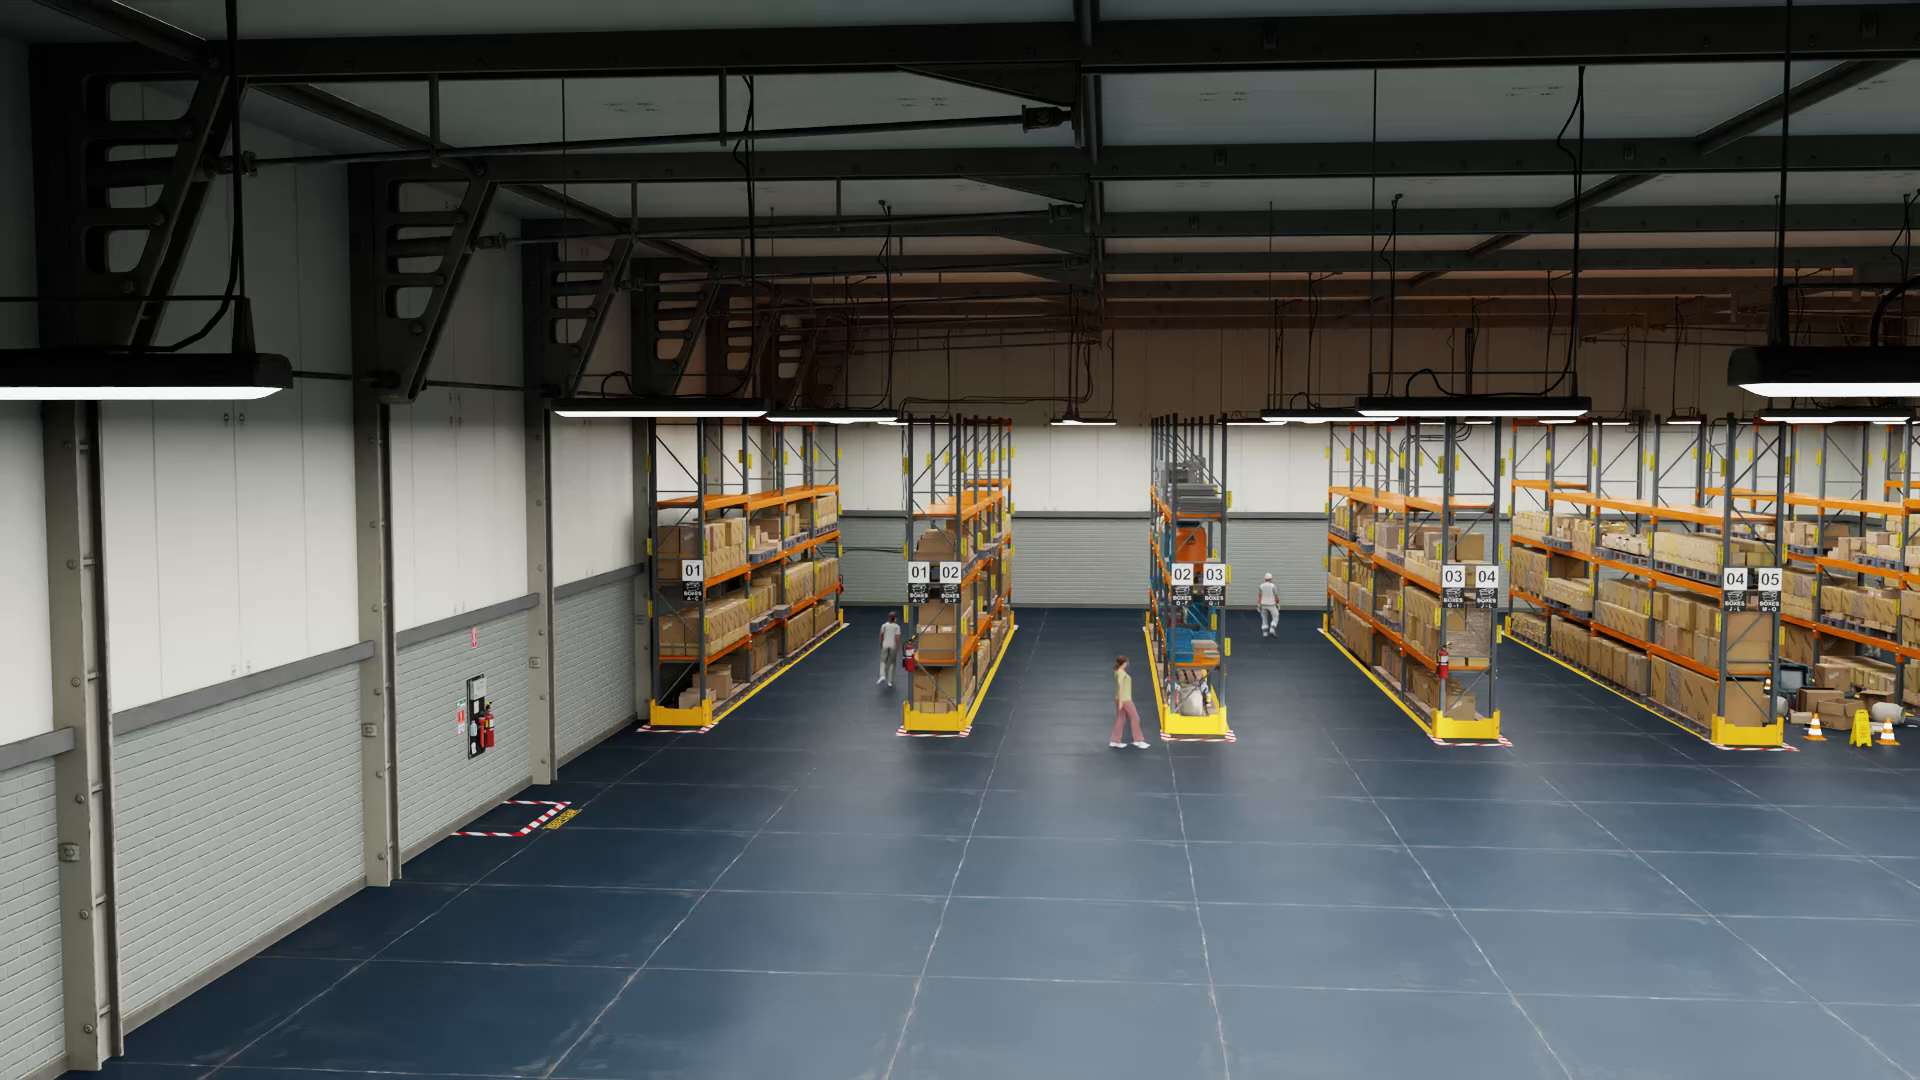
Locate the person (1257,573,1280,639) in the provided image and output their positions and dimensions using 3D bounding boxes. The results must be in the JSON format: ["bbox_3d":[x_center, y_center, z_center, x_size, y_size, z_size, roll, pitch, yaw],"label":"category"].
[{"bbox_3d":[8.396,1.795,45.185,0.654,1.789,0.559,2,4,29],"label":"person"}]

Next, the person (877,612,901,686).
[{"bbox_3d":[-1.564,2.424,36.871,0.499,1.646,0.621,1,4,8],"label":"person"}]

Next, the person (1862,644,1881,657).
[{"bbox_3d":[22.807,2.093,41.512,0.505,1.692,0.464,-2,4,-22],"label":"person"}]

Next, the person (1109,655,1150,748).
[{"bbox_3d":[3.022,2.886,29.806,0.698,1.680,0.460,-1,4,-15],"label":"person"}]
